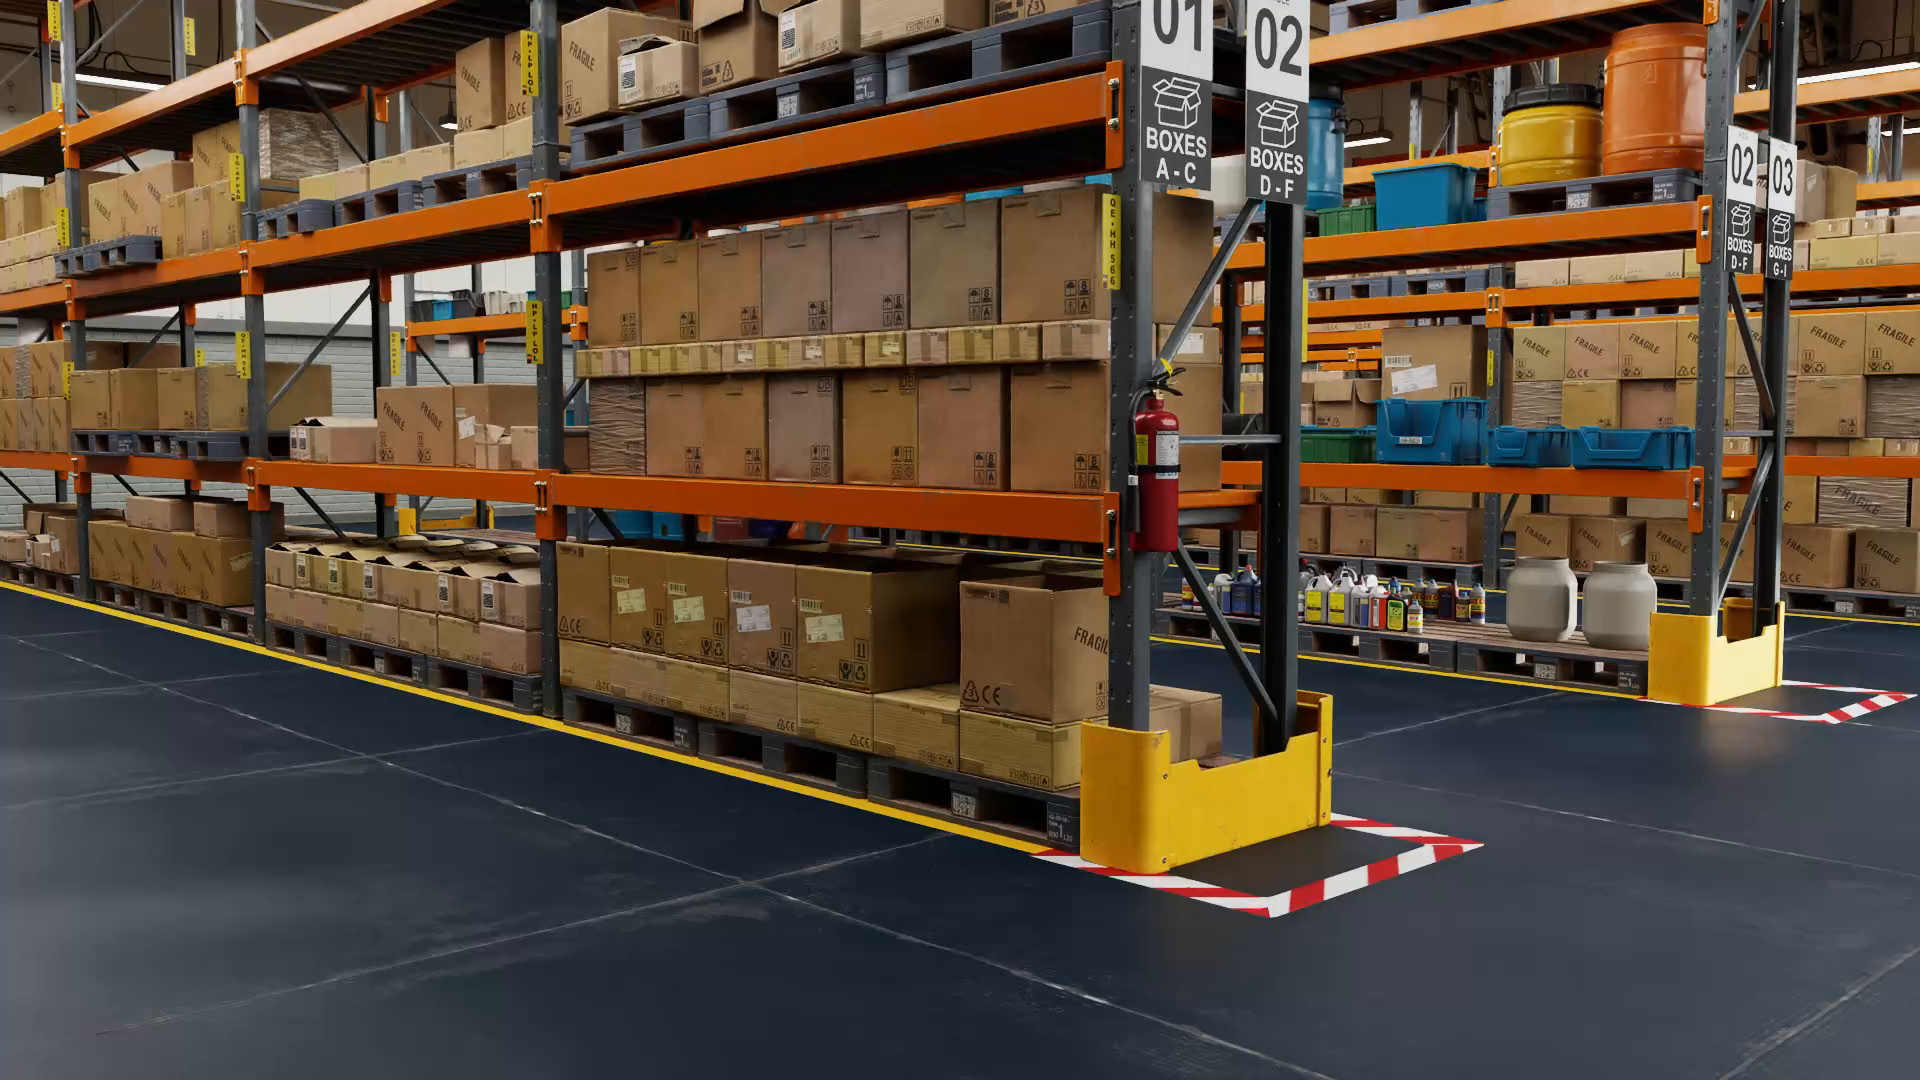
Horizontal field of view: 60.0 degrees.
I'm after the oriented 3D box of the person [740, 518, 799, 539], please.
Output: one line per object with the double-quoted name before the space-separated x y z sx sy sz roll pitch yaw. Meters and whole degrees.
"person" -1.546 -0.219 13.723 0.469 1.587 0.888 -4 5 -43
